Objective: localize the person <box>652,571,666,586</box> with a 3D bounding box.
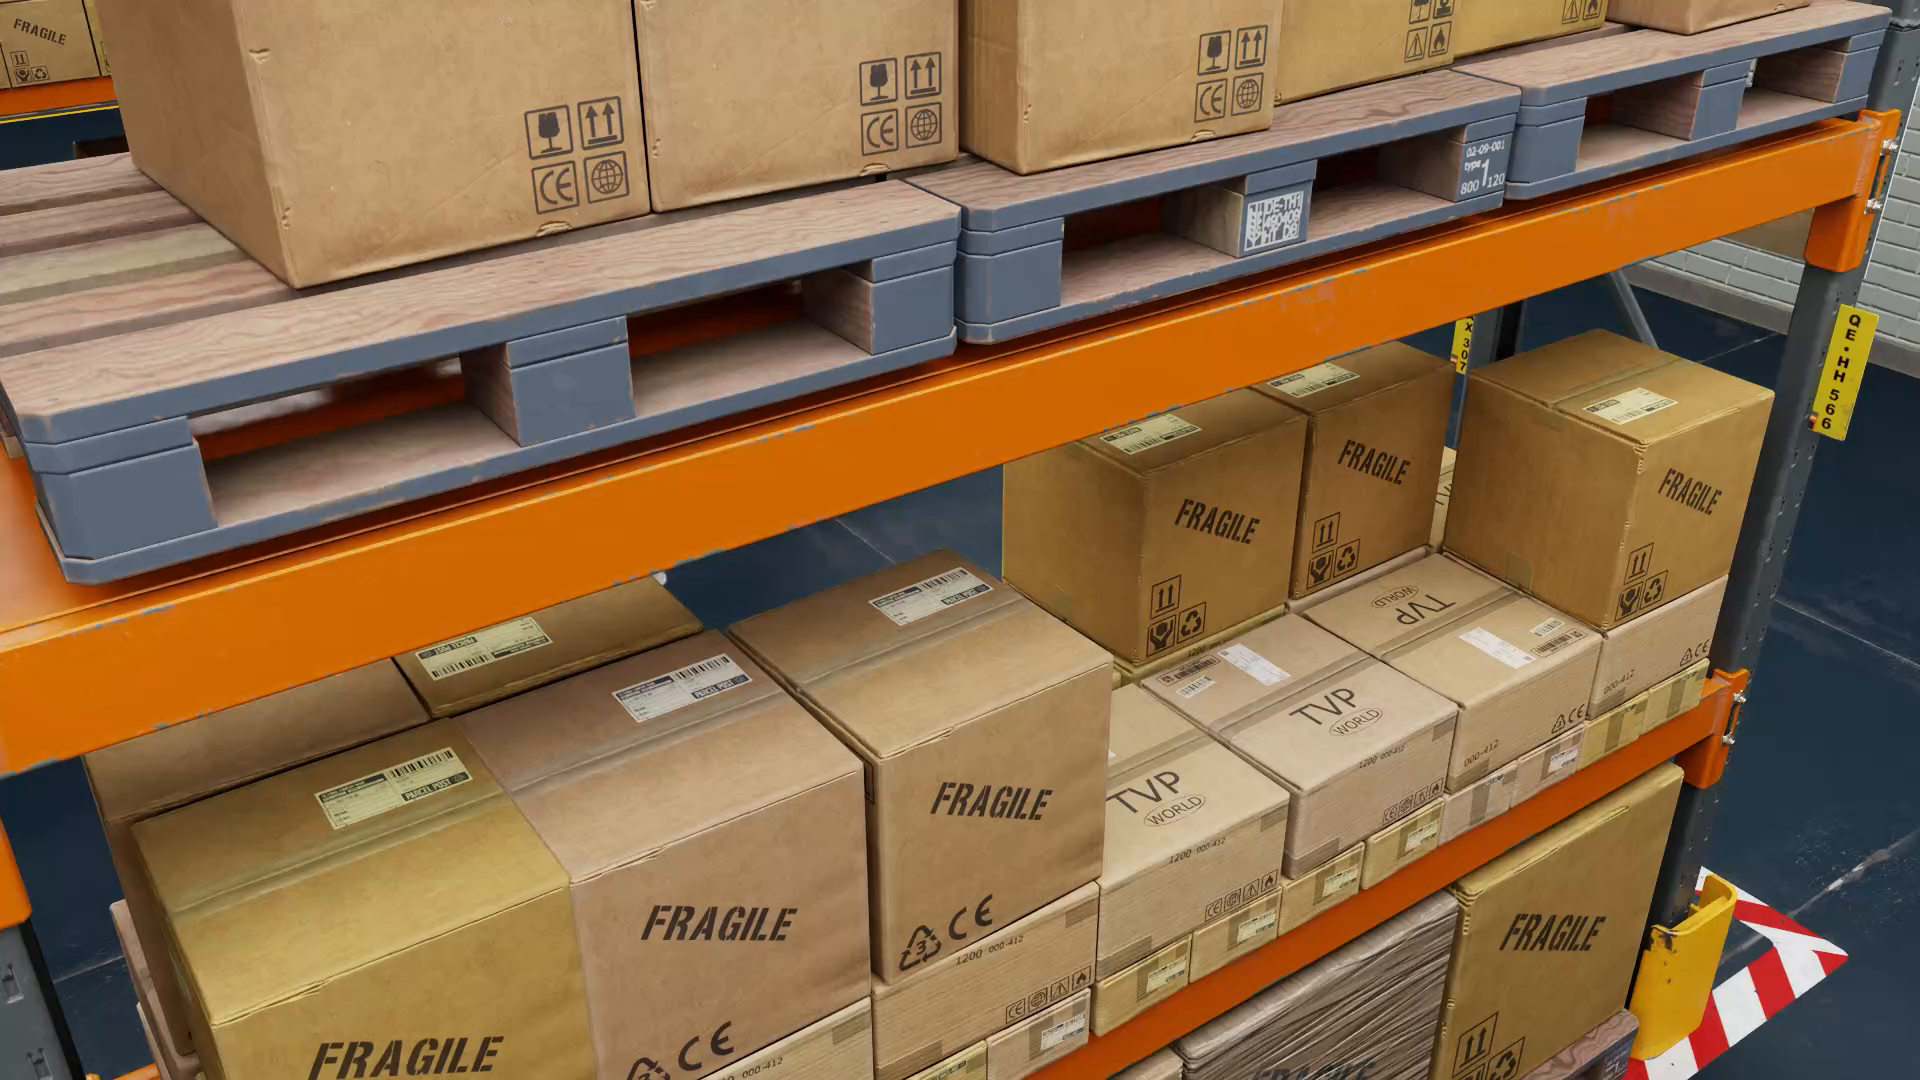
[{"bbox_3d":[-1.246,0.209,5.716,0.564,1.686,0.460,-19,34,-30],"label":"person"}]
